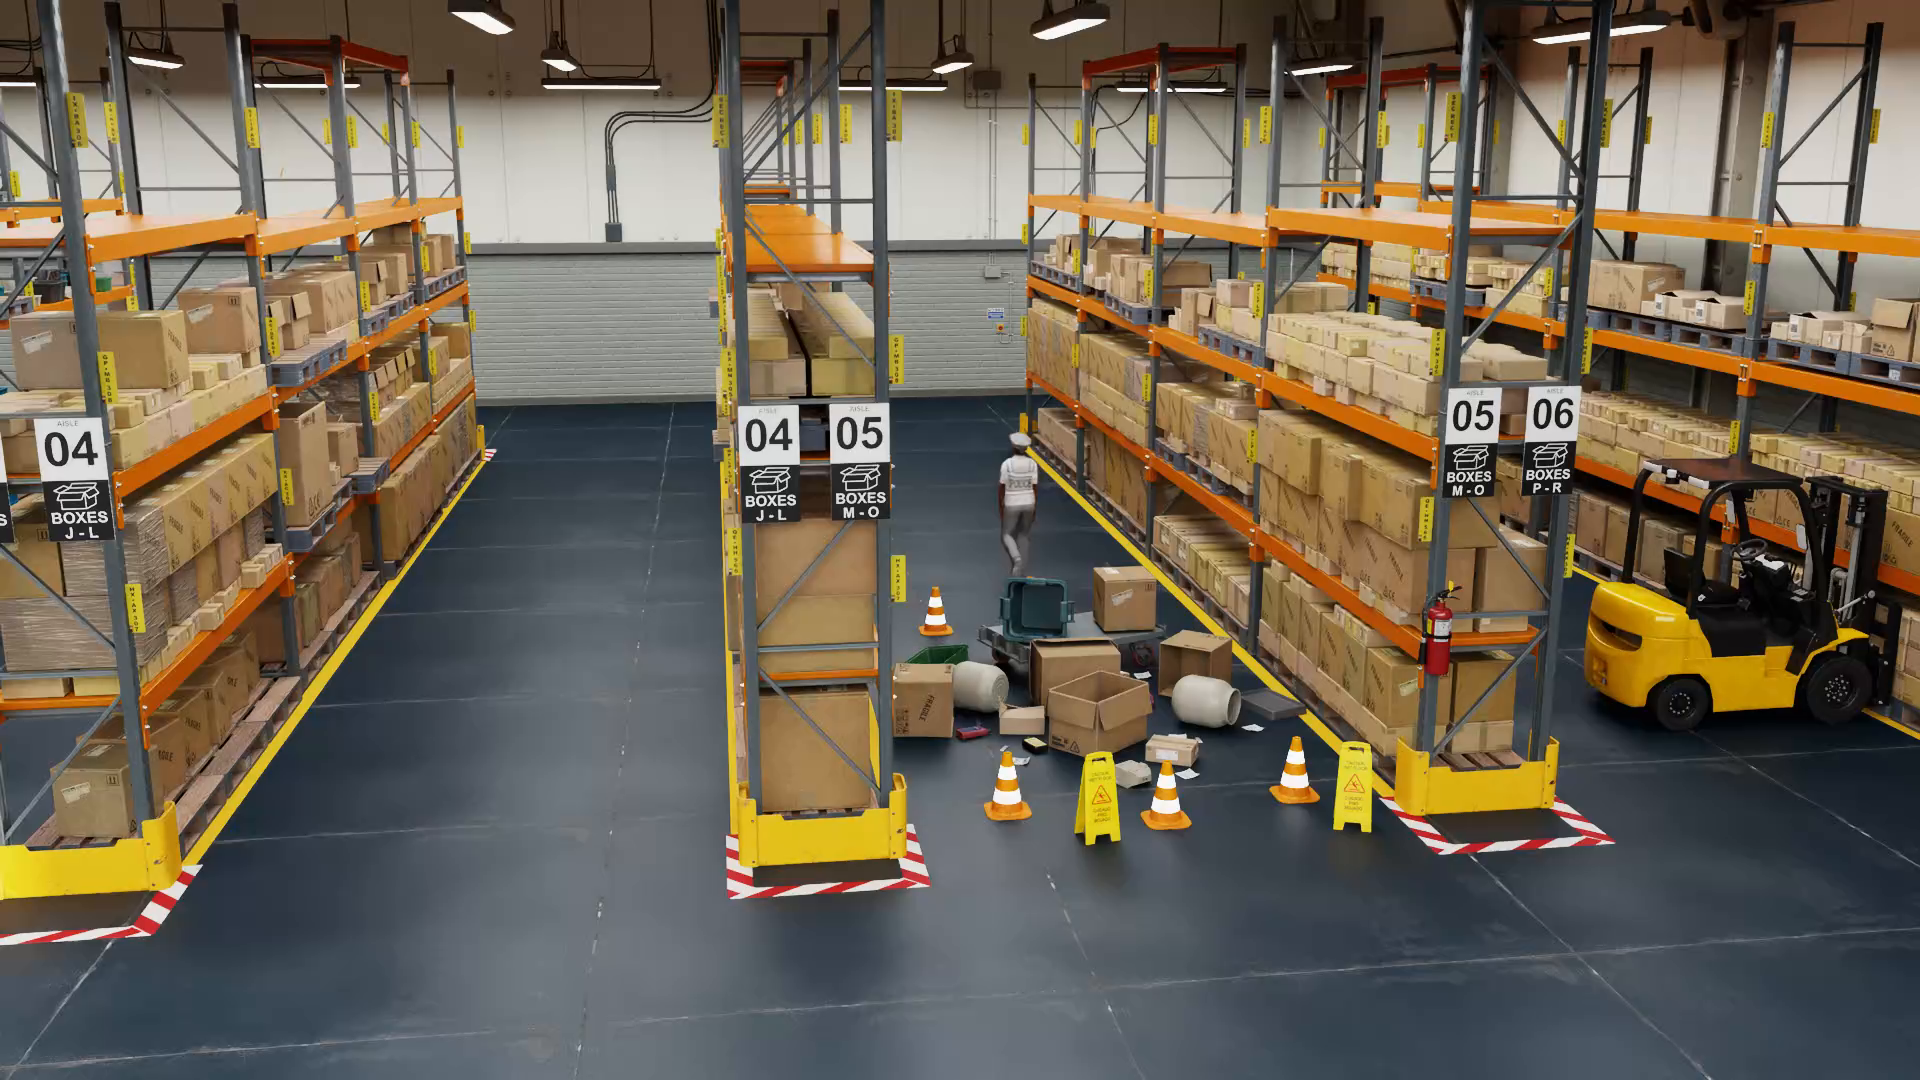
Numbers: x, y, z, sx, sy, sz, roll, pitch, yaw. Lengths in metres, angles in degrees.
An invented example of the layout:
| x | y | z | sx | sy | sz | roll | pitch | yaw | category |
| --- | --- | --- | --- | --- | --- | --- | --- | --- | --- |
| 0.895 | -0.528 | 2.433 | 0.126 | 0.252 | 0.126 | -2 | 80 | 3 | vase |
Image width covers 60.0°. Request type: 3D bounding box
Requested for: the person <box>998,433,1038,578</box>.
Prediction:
| x | y | z | sx | sy | sz | roll | pitch | yaw | category |
| --- | --- | --- | --- | --- | --- | --- | --- | --- | --- |
| 0.665 | -0.384 | 18.969 | 0.454 | 1.671 | 0.606 | -3 | 14 | -13 | person |
